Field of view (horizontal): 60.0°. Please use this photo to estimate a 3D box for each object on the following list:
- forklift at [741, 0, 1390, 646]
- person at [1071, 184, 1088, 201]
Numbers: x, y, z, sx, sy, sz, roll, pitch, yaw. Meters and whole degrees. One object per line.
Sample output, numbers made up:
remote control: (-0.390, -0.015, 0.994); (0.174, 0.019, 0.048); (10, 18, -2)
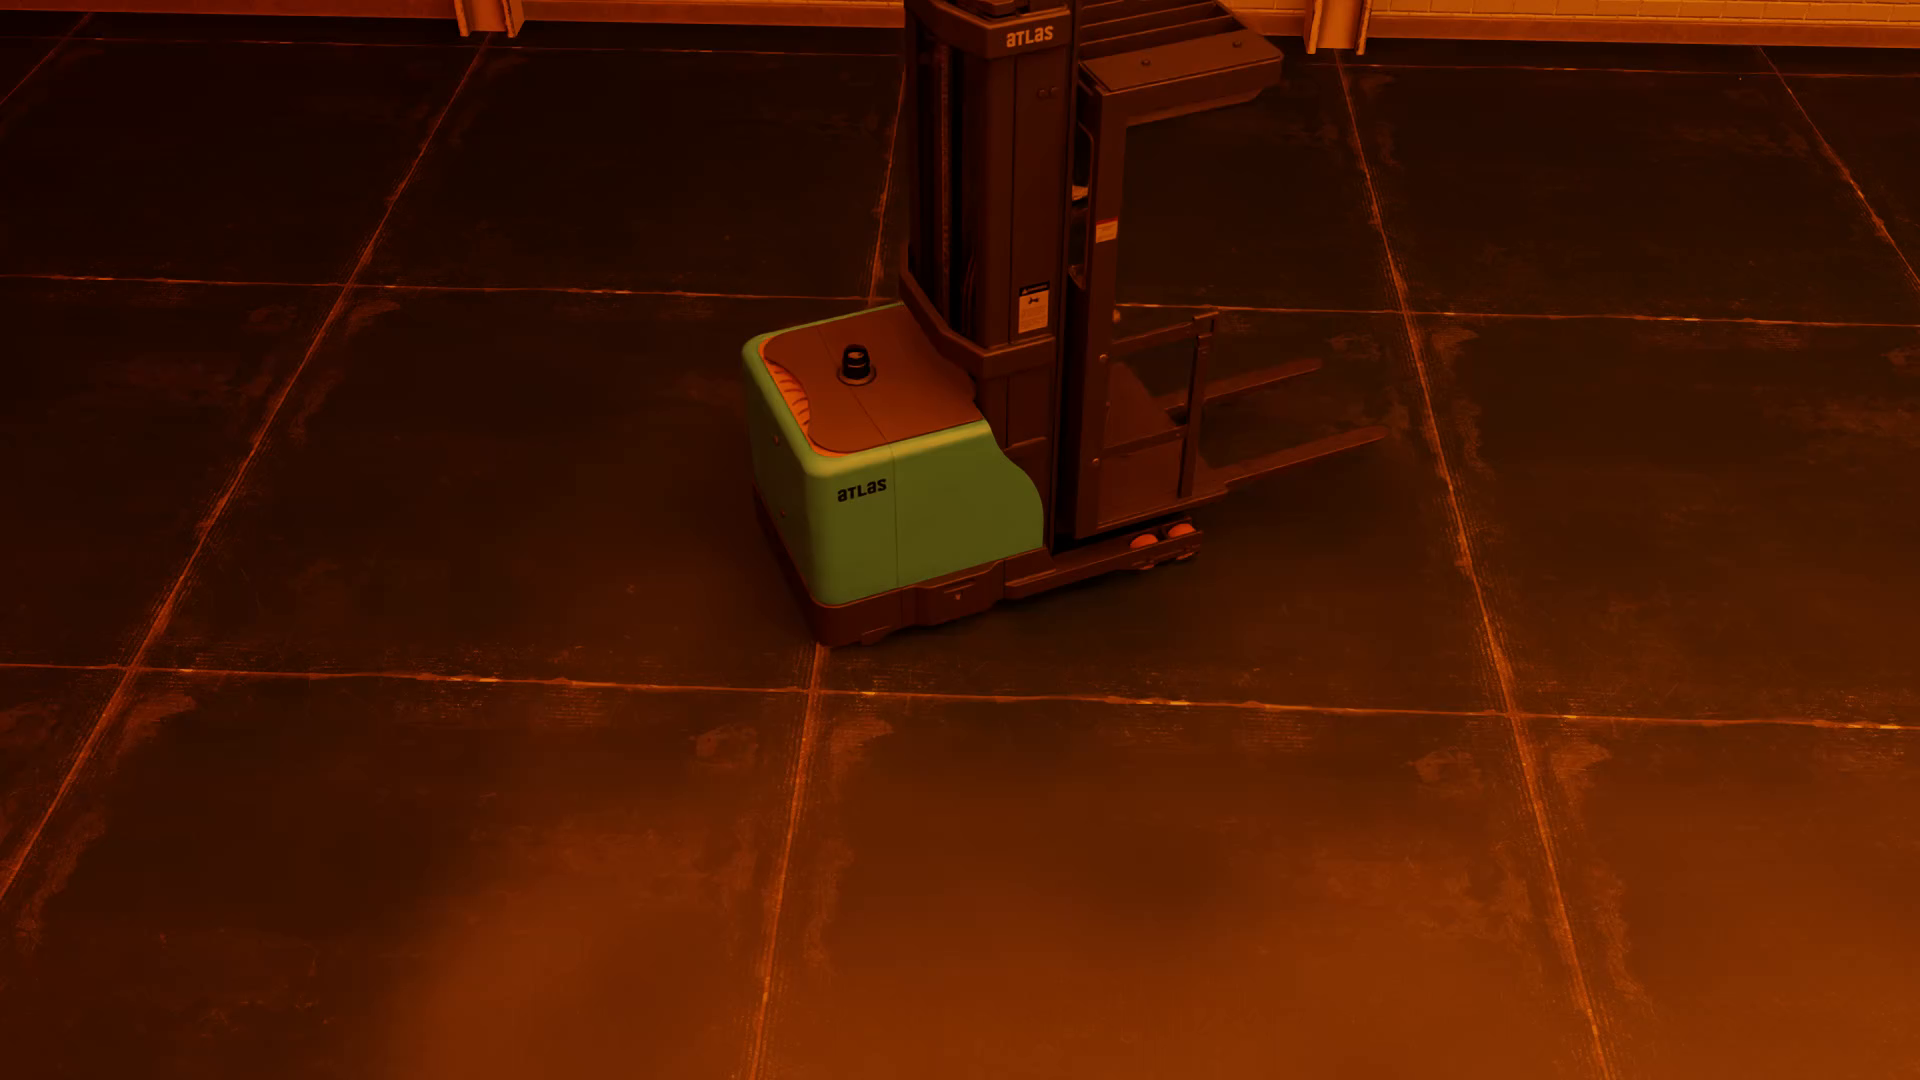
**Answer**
forklift: (0.591, -1.258, 7.121); (3.031, 2.935, 1.130); (-16, 45, -17)
person: (0.500, -2.889, 9.744); (0.565, 1.789, 0.642); (-2, 42, -2)
